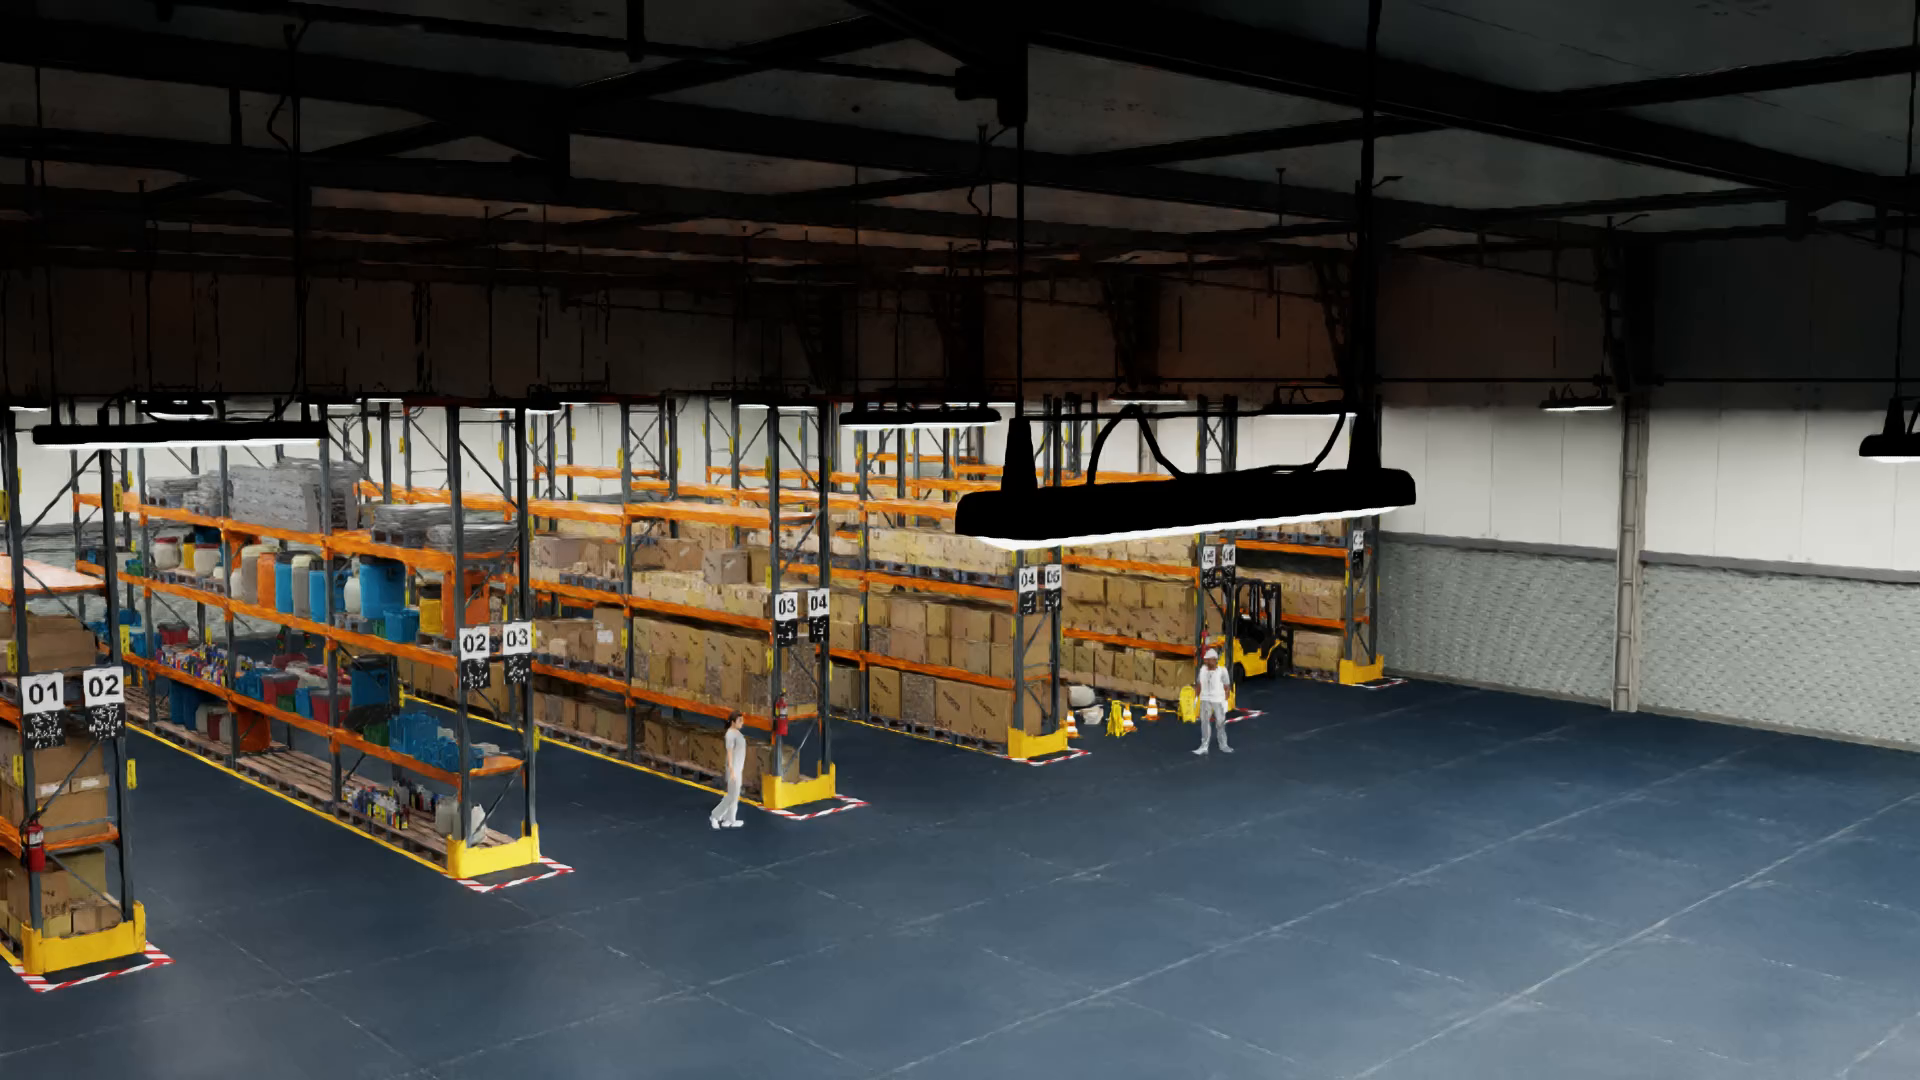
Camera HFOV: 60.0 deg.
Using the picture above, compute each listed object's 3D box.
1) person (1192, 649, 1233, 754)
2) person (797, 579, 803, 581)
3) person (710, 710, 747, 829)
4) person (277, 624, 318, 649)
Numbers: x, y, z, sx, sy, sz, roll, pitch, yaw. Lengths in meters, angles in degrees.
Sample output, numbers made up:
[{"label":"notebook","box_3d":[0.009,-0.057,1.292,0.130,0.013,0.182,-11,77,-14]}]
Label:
[{"label":"person","box_3d":[4.276,2.728,28.139,0.679,1.789,0.552,3,6,28]},{"label":"person","box_3d":[-3.718,1.751,38.371,0.603,1.720,0.674,-2,6,-24]},{"label":"person","box_3d":[-3.269,3.235,23.409,0.489,1.665,0.625,1,6,7]},{"label":"person","box_3d":[-15.655,1.689,39.053,0.827,1.715,0.670,3,6,29]}]
